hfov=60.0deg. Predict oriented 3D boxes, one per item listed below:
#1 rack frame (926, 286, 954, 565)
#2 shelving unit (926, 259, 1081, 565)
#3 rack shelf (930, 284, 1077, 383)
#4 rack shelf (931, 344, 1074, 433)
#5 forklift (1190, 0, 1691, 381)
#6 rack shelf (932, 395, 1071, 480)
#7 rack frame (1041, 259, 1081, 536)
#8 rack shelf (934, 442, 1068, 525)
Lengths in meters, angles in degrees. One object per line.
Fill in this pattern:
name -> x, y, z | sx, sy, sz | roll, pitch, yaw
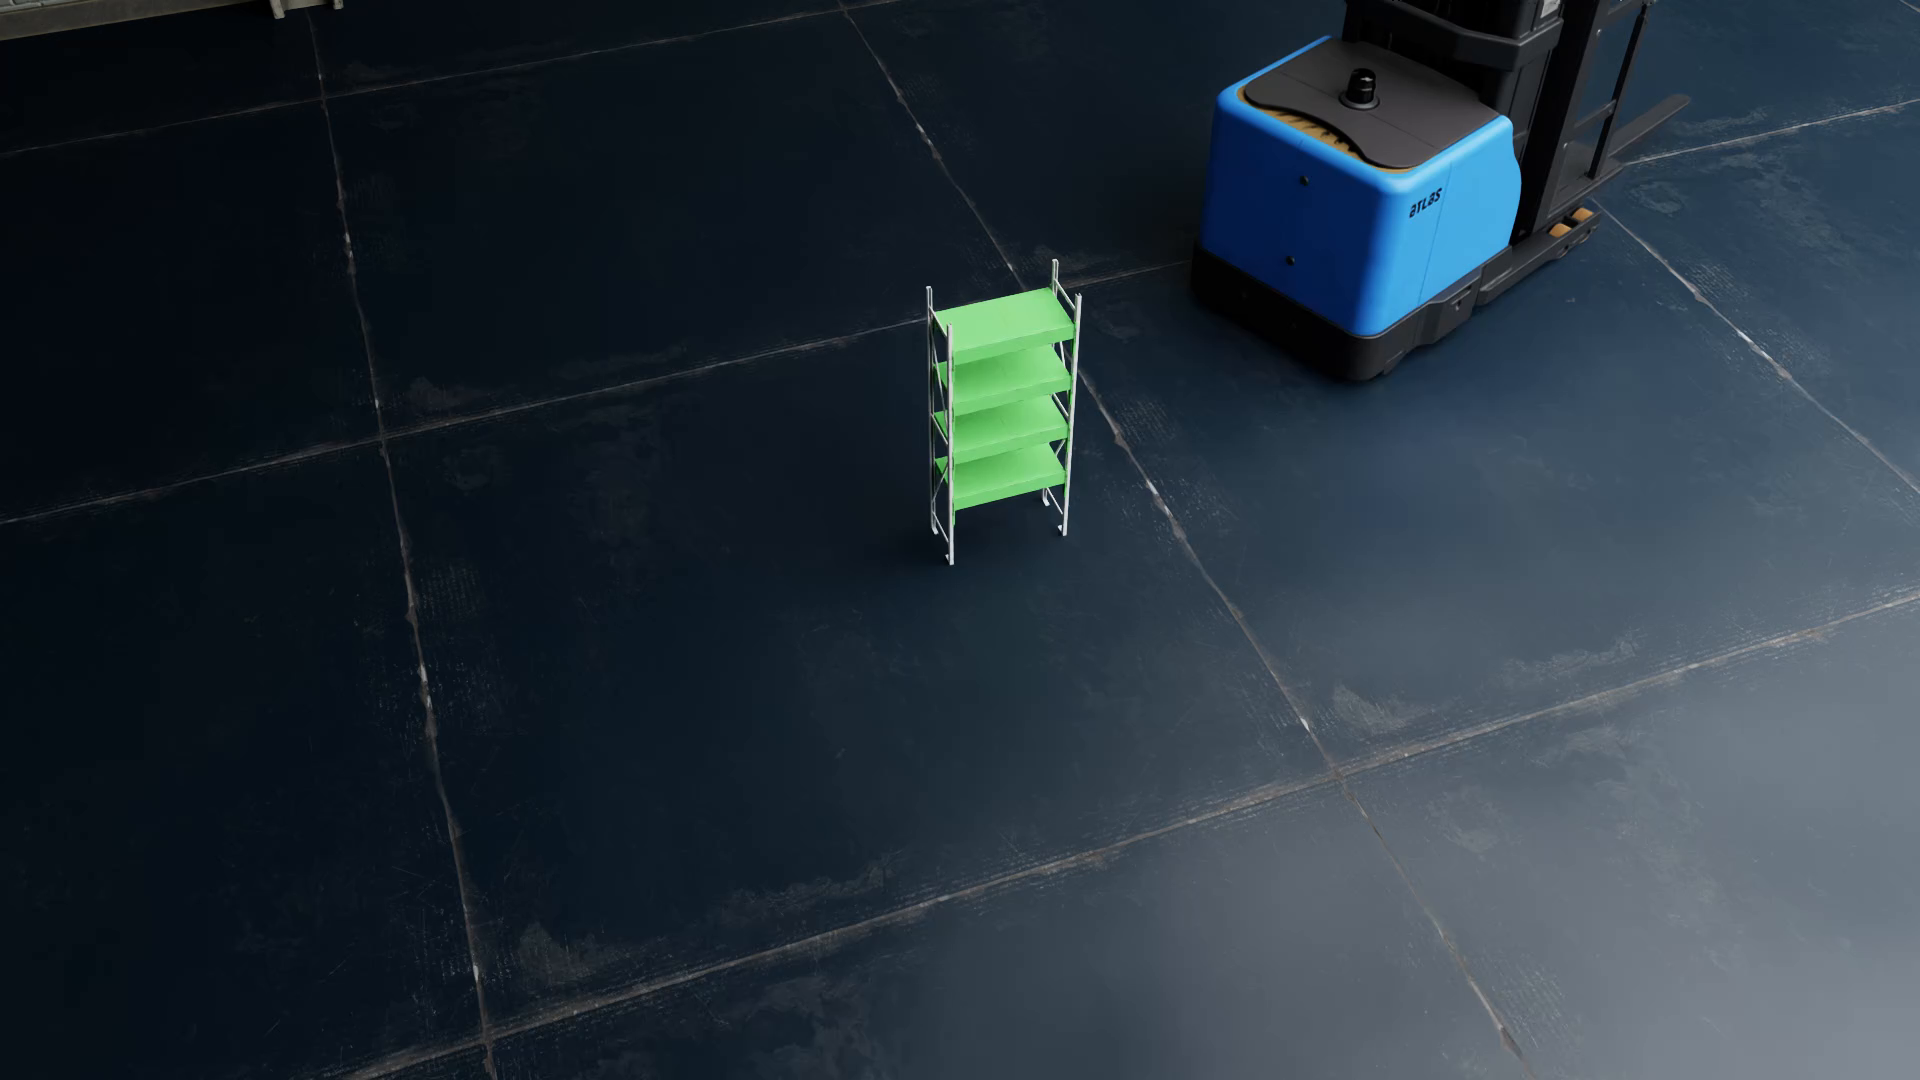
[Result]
rack frame -> -0.074, -0.405, 6.306 | 0.015, 1.200, 0.240 | -14, 47, -14
shelving unit -> 0.156, -0.463, 6.365 | 0.503, 1.200, 0.258 | -14, 47, -14
rack shelf -> 0.156, -0.757, 6.070 | 0.480, 0.148, 0.258 | -14, 47, -14
rack shelf -> 0.156, -0.588, 6.240 | 0.480, 0.148, 0.258 | -14, 47, -14
forklift -> 2.512, -2.655, 7.326 | 3.031, 2.935, 1.130 | -33, 54, -29
rack shelf -> 0.156, -0.418, 6.410 | 0.480, 0.148, 0.258 | -14, 47, -14
rack frame -> 0.385, -0.522, 6.423 | 0.015, 1.200, 0.240 | -14, 47, -14
rack shelf -> 0.156, -0.249, 6.580 | 0.480, 0.148, 0.258 | -14, 47, -14
